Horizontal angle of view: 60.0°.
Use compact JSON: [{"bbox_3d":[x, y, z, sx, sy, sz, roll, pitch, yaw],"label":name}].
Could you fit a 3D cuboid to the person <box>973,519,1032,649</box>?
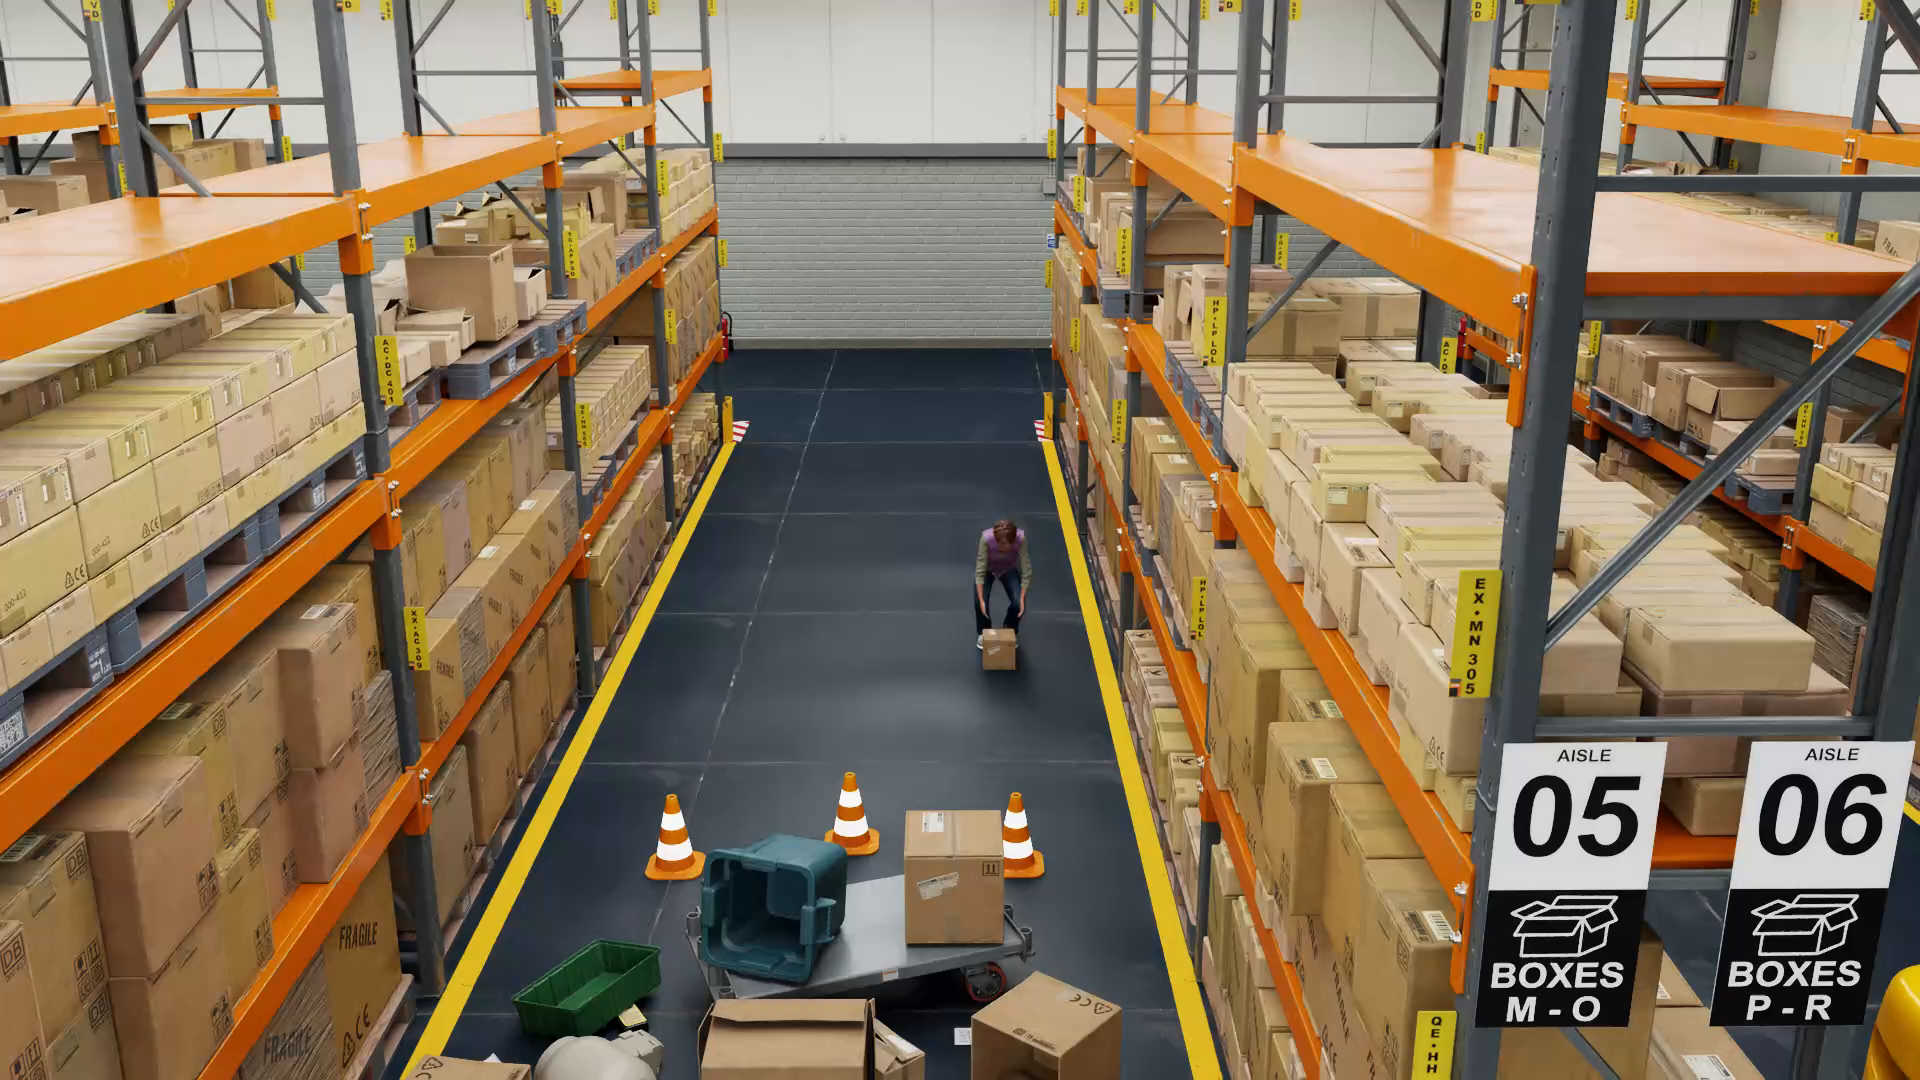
[{"bbox_3d":[0.337,0.326,13.291,0.462,1.143,0.725,0,17,-1],"label":"person"}]
